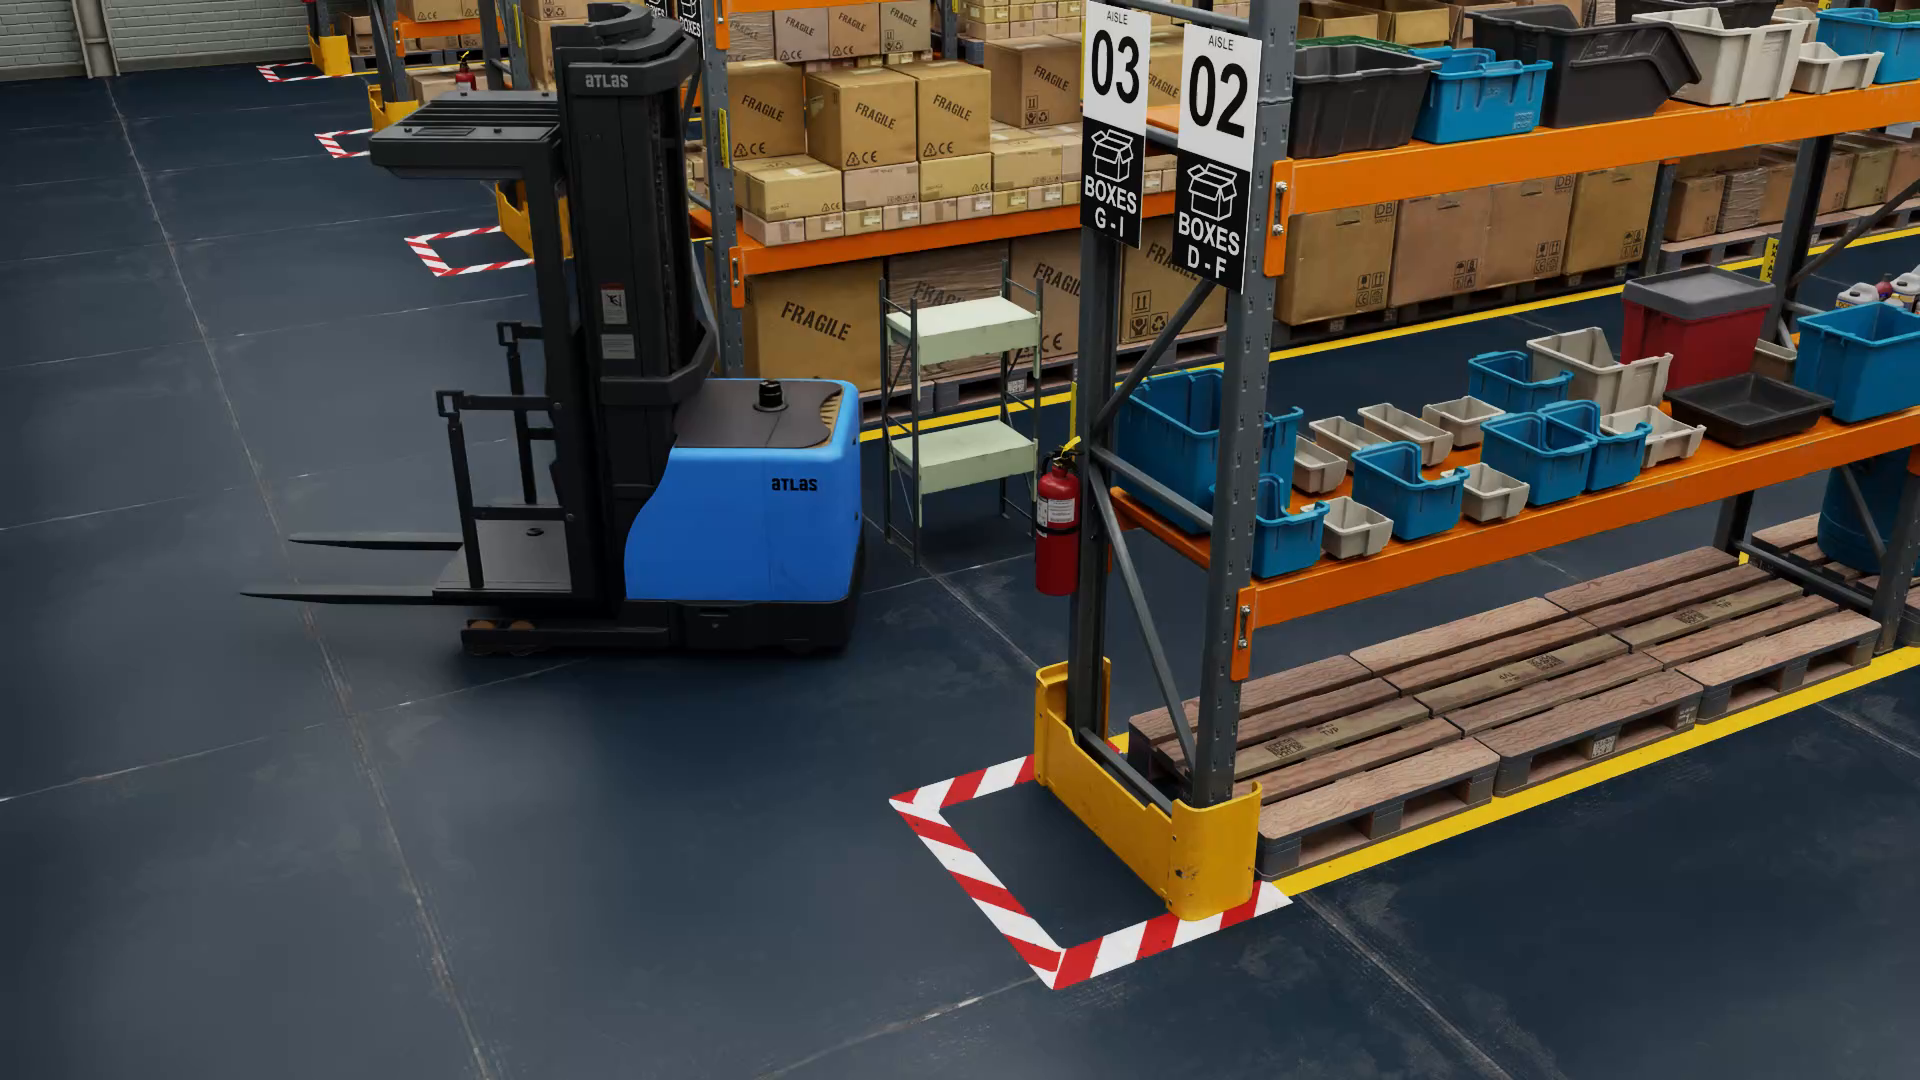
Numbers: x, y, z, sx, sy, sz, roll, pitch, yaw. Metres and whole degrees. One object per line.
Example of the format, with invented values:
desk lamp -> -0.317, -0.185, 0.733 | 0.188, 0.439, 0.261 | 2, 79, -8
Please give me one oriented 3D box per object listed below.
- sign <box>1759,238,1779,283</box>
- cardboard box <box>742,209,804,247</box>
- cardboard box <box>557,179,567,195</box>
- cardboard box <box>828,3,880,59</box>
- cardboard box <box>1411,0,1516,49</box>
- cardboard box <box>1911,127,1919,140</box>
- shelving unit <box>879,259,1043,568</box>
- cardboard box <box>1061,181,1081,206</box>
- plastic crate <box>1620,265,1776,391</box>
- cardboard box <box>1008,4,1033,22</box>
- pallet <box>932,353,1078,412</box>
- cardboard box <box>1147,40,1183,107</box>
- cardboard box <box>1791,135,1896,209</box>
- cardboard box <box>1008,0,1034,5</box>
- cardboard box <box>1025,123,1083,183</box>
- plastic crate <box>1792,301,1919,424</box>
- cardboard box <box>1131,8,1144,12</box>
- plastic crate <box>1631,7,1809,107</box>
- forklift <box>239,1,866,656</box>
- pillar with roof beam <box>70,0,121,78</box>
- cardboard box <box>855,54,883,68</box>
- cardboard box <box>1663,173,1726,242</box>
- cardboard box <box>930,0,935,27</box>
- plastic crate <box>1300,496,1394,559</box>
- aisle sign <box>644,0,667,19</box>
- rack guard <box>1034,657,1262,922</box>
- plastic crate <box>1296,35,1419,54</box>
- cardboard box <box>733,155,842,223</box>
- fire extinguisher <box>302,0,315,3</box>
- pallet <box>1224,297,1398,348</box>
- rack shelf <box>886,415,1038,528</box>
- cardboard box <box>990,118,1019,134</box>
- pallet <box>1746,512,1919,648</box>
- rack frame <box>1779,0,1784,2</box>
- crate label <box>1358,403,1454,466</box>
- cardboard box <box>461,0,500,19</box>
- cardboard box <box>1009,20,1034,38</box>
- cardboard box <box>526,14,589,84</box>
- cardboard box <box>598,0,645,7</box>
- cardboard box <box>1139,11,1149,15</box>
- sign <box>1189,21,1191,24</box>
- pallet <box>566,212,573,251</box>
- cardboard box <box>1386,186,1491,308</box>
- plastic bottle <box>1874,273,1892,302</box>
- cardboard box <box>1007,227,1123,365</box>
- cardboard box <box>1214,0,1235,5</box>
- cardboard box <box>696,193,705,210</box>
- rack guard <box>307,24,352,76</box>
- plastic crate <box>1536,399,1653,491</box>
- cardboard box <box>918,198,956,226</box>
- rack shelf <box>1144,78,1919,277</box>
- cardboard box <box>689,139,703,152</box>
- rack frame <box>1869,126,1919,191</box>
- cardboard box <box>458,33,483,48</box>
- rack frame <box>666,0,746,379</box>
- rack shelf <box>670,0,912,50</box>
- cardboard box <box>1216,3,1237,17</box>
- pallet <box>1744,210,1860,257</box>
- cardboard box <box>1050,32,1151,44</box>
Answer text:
sign -> 4.007, -1.324, 8.222 | 0.005, 0.325, 0.100 | -13, 29, -25
cardboard box -> -1.127, -1.898, 10.029 | 0.250, 0.149, 0.380 | -13, 28, -25
cardboard box -> -3.509, -3.235, 14.987 | 0.250, 0.149, 0.380 | -14, 29, -26
cardboard box -> -1.064, -4.662, 15.036 | 0.500, 0.500, 0.500 | -14, 29, -26
cardboard box -> 3.646, -3.779, 12.380 | 0.637, 0.503, 0.797 | -12, 28, -23
cardboard box -> 9.364, -3.638, 15.765 | 0.500, 0.500, 0.500 | -14, 29, -27
shelving unit -> 0.006, -0.677, 8.928 | 0.755, 1.500, 0.431 | -13, 29, -25
cardboard box -> 0.685, -2.318, 10.902 | 0.250, 0.149, 0.380 | -13, 29, -26
plastic crate -> 3.359, -0.958, 7.637 | 0.583, 0.464, 0.402 | -13, 29, -25
cardboard box -> 0.481, -4.963, 15.583 | 0.250, 0.149, 0.380 | -14, 29, -26
pallet -> 0.148, -1.248, 11.605 | 1.213, 0.211, 1.003 | -13, 29, -25
cardboard box -> 1.210, -2.988, 10.972 | 0.500, 0.500, 0.500 | -13, 28, -25
cardboard box -> 8.011, -3.374, 15.192 | 0.500, 0.500, 0.700 | -13, 29, -25
cardboard box -> 0.496, -5.103, 15.530 | 0.250, 0.149, 0.380 | -12, 28, -24
cardboard box -> 0.762, -2.546, 10.917 | 0.500, 0.250, 0.500 | -12, 28, -24
plastic crate -> 4.013, -0.783, 7.364 | 0.575, 0.384, 0.392 | -13, 29, -25
cardboard box -> 1.632, -5.229, 16.137 | 0.250, 0.149, 0.380 | -14, 29, -26
plastic crate -> 2.836, -1.806, 6.217 | 0.530, 0.282, 0.437 | -13, 29, -25
forklift -> -2.030, -0.985, 7.915 | 3.031, 2.935, 1.130 | 1, 26, 1
pillar with roof beam -> -9.375, -8.600, 16.766 | 0.400, 9.000, 9.100 | -13, 29, -25
cardboard box -> -0.893, -4.408, 15.256 | 0.250, 0.149, 0.380 | -12, 28, -23
cardboard box -> 6.045, -2.910, 14.226 | 0.500, 0.500, 0.700 | -15, 29, -28
cardboard box -> -0.638, -6.422, 21.130 | 0.875, 0.875, 0.875 | -13, 28, -24
plastic crate -> 1.430, -0.040, 6.104 | 0.298, 0.136, 0.250 | -13, 29, -25
aisle sign -> -1.800, -3.337, 9.732 | 0.004, 0.787, 0.394 | -13, 29, -25
rack guard -> 0.720, 0.963, 6.667 | 0.348, 0.500, 1.175 | -13, 29, -25
plastic crate -> 1.471, -1.740, 6.189 | 0.336, 0.188, 0.450 | -13, 29, -25
cardboard box -> -1.045, -2.127, 10.043 | 0.500, 0.250, 0.500 | -14, 29, -26
fire extinguisher -> -8.510, -7.336, 21.583 | 0.183, 0.674, 0.296 | -13, 29, -25
pallet -> 2.579, -1.809, 12.774 | 1.213, 0.211, 1.003 | -13, 29, -25
rack shelf -> 0.006, -0.384, 9.069 | 0.720, 0.370, 0.431 | -13, 29, -25
cardboard box -> 0.061, -2.646, 11.126 | 0.500, 0.250, 0.500 | -13, 29, -25
pallet -> 4.965, 0.127, 8.741 | 1.213, 0.211, 1.003 | -13, 29, -25
rack frame -> 10.277, -7.239, 20.862 | 0.127, 3.000, 1.000 | -13, 29, -25
crate label -> 1.866, -0.437, 6.929 | 0.243, 0.136, 0.396 | -13, 29, -25
cardboard box -> -5.267, -5.997, 18.159 | 0.500, 0.500, 0.500 | -13, 29, -26
cardboard box -> 0.495, -4.834, 15.658 | 0.250, 0.149, 0.380 | -13, 28, -24
cardboard box -> -3.314, -4.145, 13.959 | 0.500, 0.500, 0.500 | -12, 28, -23
cardboard box -> -2.877, -4.705, 13.970 | 0.500, 0.500, 0.500 | -12, 28, -24
cardboard box -> 1.626, -5.094, 16.198 | 0.250, 0.149, 0.380 | -14, 29, -27
sign -> 1.670, -3.572, 11.977 | 0.005, 0.325, 0.100 | -13, 29, -25
pallet -> -3.040, -2.891, 15.027 | 1.213, 0.211, 1.003 | -13, 29, -25
cardboard box -> 3.277, -2.432, 12.819 | 0.875, 0.875, 1.225 | -14, 29, -27
plastic bottle -> 4.643, -1.204, 8.427 | 0.133, 0.283, 0.061 | -13, 29, -25
cardboard box -> 0.520, -1.824, 11.554 | 0.875, 0.875, 0.875 | -13, 29, -25
cardboard box -> 2.531, -5.436, 16.567 | 0.250, 0.149, 0.380 | -12, 28, -24
cardboard box -> -2.362, -3.105, 15.060 | 0.250, 0.149, 0.380 | -13, 29, -25
rack guard -> -8.531, -6.634, 22.489 | 0.348, 0.500, 1.175 | -13, 29, -25
plastic crate -> 2.534, -0.379, 6.698 | 0.300, 0.233, 0.416 | -13, 29, -25
cardboard box -> -0.221, -2.108, 10.466 | 0.250, 0.149, 0.380 | -14, 29, -26
rack shelf -> 2.500, -1.609, 6.501 | 4.000, 0.370, 1.077 | -13, 29, -25
cardboard box -> -2.321, -3.603, 15.411 | 0.250, 0.149, 0.380 | -14, 29, -27
rack frame -> 8.993, -4.509, 15.177 | 0.127, 3.000, 1.000 | -13, 29, -25
cardboard box -> -6.728, -7.125, 23.026 | 0.500, 0.500, 0.500 | -12, 28, -24
rack frame -> -1.596, -2.065, 10.086 | 0.127, 3.000, 1.000 | -13, 29, -25
rack shelf -> 0.169, -3.501, 10.441 | 4.000, 0.370, 1.077 | -13, 29, -25
cardboard box -> 2.553, -5.307, 16.643 | 0.250, 0.149, 0.380 | -12, 28, -24
pallet -> 7.229, -2.843, 14.928 | 1.213, 0.211, 1.003 | -13, 29, -25
cardboard box -> 0.953, -3.187, 11.386 | 0.500, 0.500, 0.500 | -13, 29, -25
